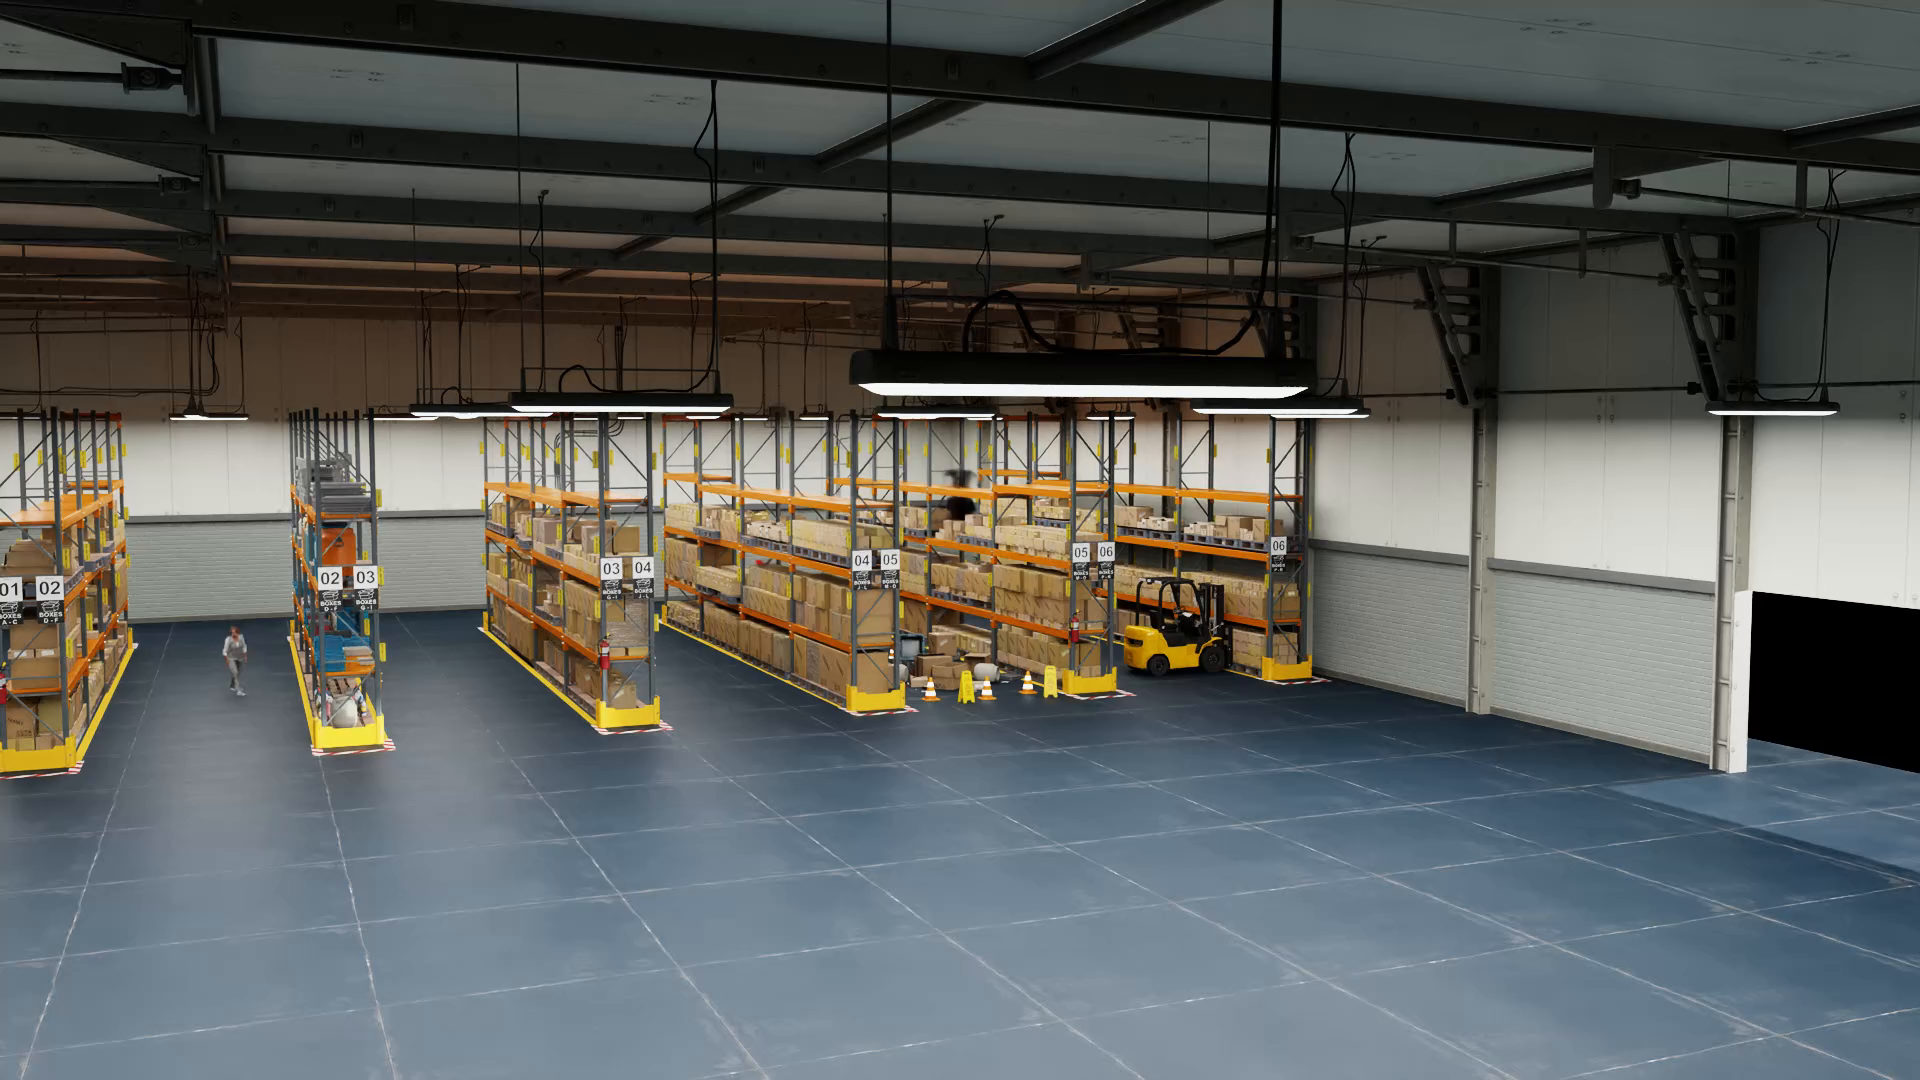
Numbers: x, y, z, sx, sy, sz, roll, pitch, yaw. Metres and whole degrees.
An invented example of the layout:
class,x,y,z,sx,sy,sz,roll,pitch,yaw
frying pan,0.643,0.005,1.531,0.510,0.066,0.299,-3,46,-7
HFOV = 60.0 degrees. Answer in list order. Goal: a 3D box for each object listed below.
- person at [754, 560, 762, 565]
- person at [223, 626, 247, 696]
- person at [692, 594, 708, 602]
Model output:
class,x,y,z,sx,sy,sz,roll,pitch,yaw
person,-5.702,1.450,48.415,0.879,1.763,0.633,1,4,18
person,-15.319,2.525,35.124,0.852,1.473,0.522,3,5,41
person,-7.804,1.460,49.629,0.607,1.590,0.598,3,5,36
